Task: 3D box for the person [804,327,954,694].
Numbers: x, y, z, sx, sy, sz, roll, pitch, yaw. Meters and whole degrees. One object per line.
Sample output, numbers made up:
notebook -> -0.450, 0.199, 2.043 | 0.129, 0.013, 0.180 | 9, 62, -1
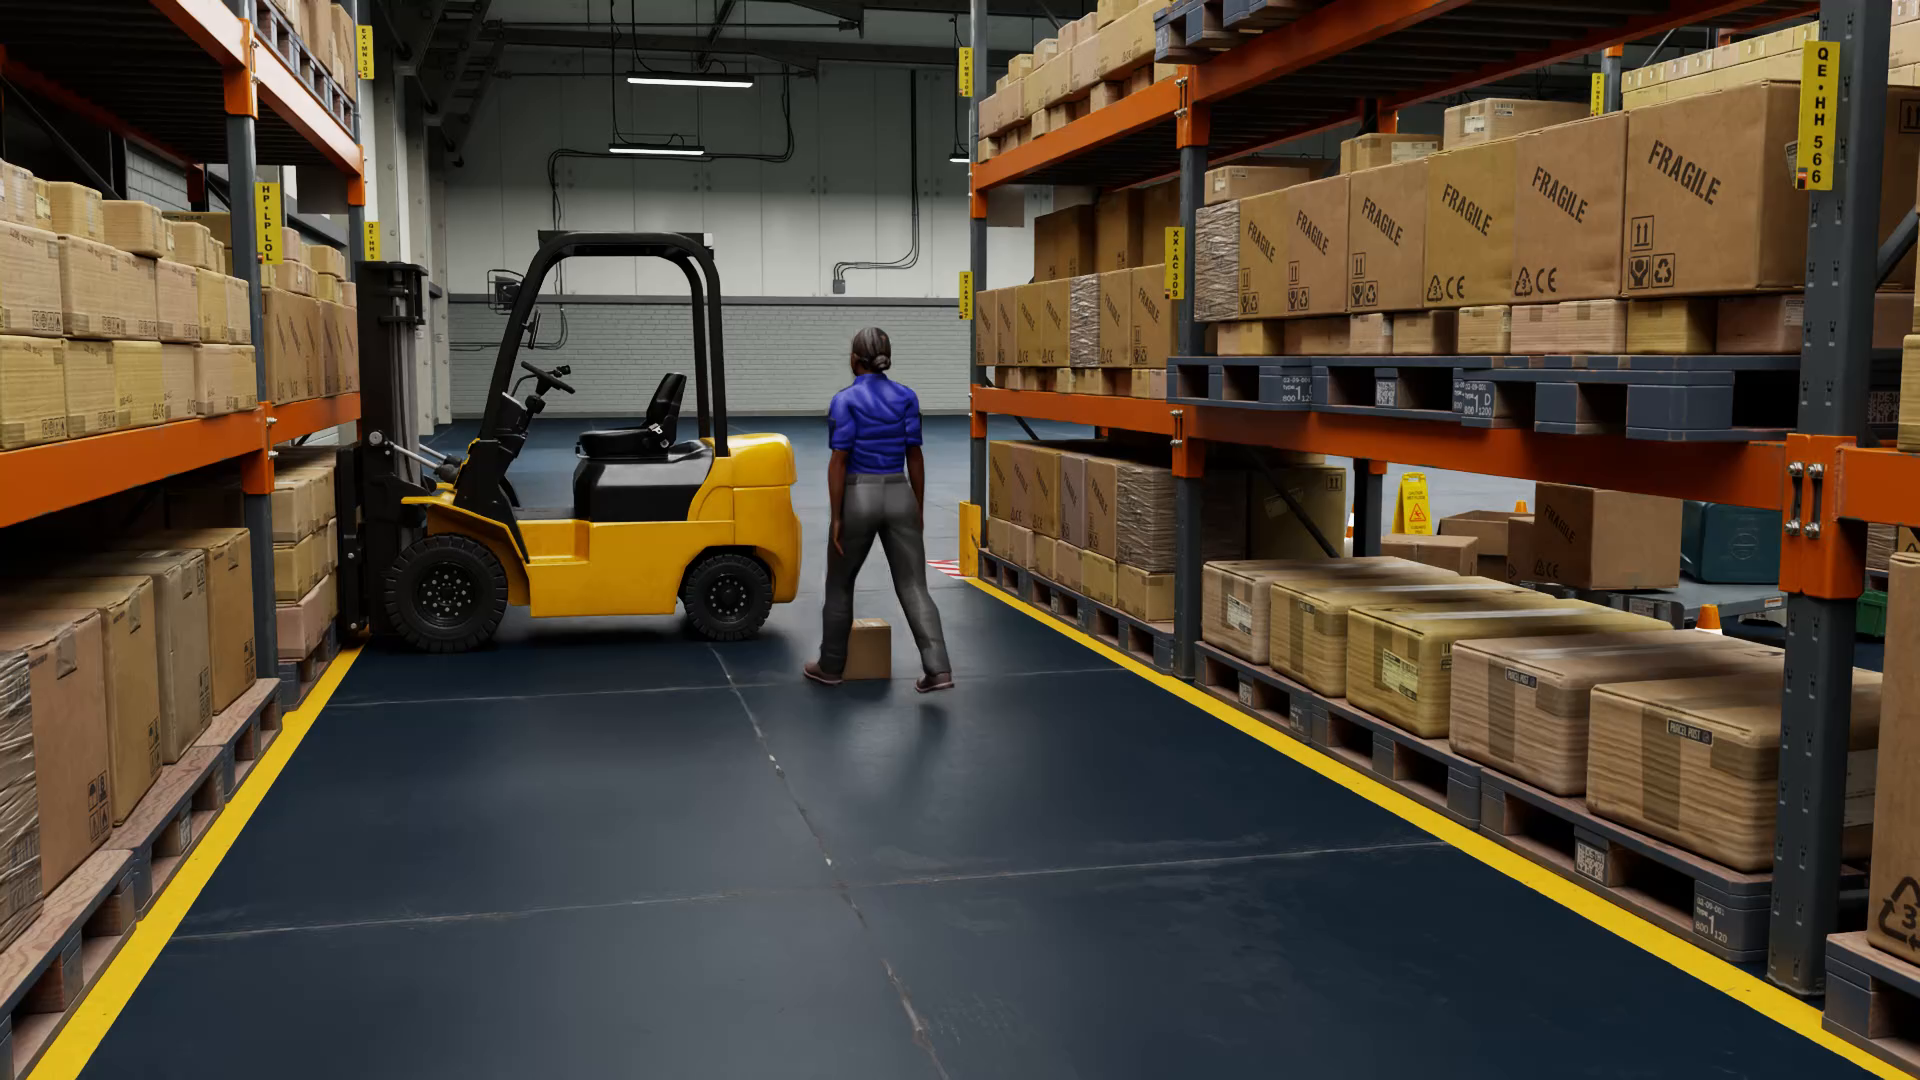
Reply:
person -> -0.379, -0.132, 7.387 | 0.471, 1.618, 0.878 | -3, 7, -23
